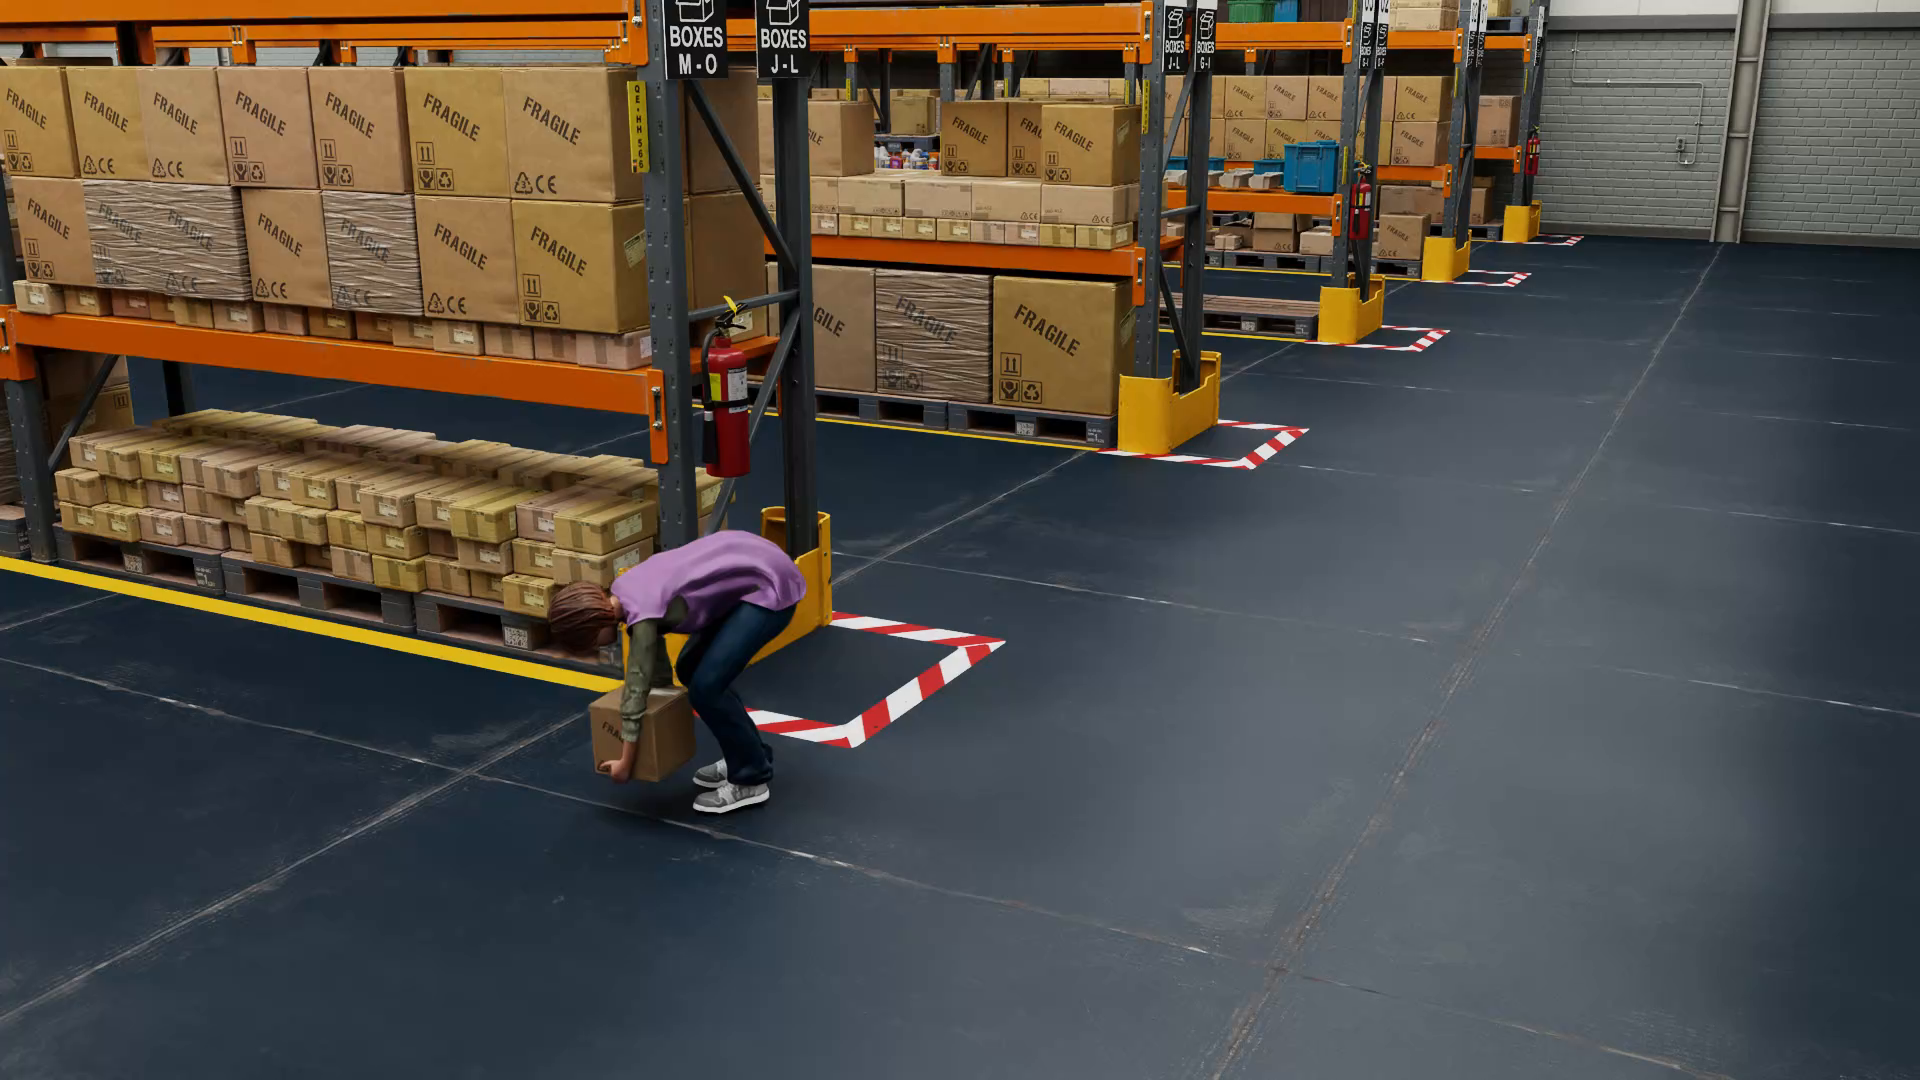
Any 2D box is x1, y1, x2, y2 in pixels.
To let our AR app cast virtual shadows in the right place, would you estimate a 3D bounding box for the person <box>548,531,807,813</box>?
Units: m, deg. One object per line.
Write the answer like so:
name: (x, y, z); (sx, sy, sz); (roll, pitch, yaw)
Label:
person: (-0.943, 0.452, 5.650); (0.864, 0.950, 0.405); (-6, 17, -19)
